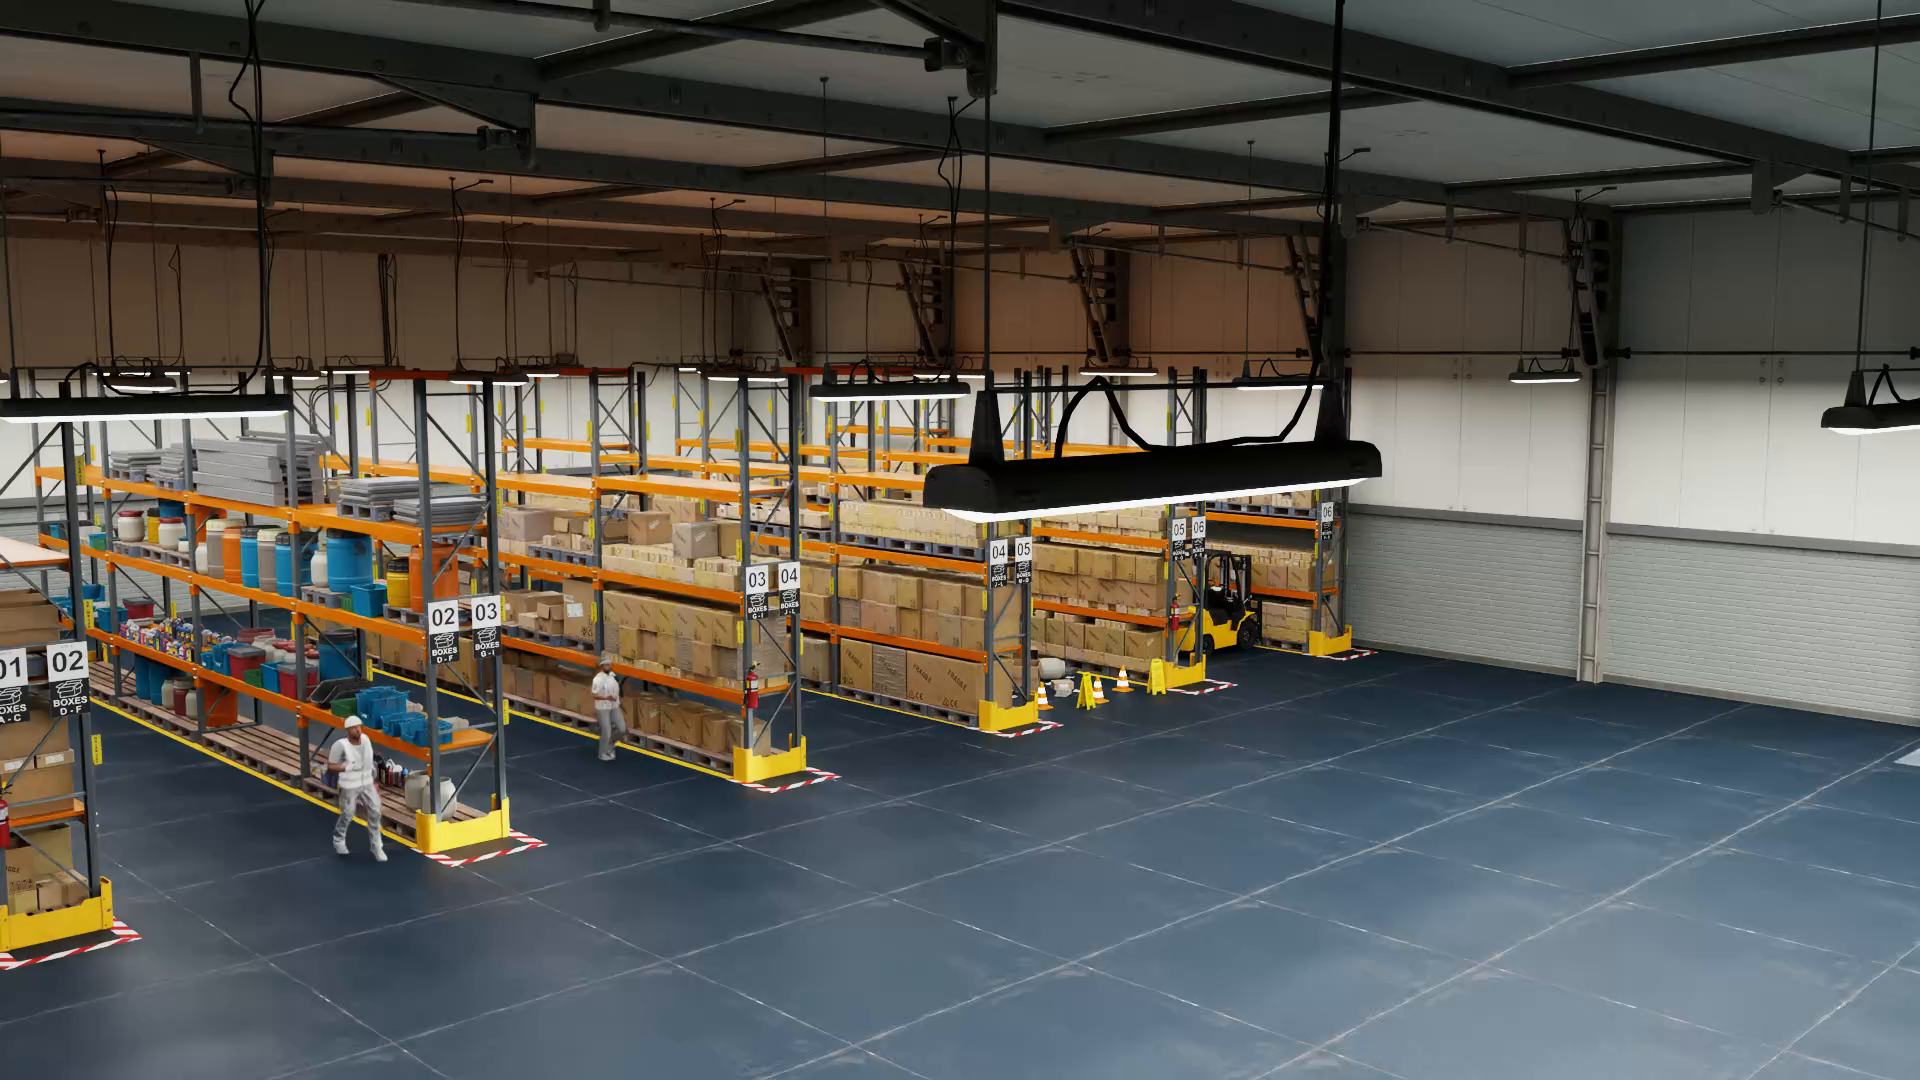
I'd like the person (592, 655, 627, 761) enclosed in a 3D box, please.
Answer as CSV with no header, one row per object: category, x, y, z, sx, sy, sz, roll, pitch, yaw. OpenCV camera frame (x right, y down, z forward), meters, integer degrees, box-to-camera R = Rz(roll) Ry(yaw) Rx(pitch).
person,-5.387,2.605,25.675,0.580,1.663,0.562,6,9,42

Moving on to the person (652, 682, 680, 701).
person,-5.376,2.004,30.584,0.913,1.839,0.673,6,9,43

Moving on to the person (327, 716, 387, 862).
person,-7.552,3.099,20.755,0.745,1.850,0.693,5,8,39
